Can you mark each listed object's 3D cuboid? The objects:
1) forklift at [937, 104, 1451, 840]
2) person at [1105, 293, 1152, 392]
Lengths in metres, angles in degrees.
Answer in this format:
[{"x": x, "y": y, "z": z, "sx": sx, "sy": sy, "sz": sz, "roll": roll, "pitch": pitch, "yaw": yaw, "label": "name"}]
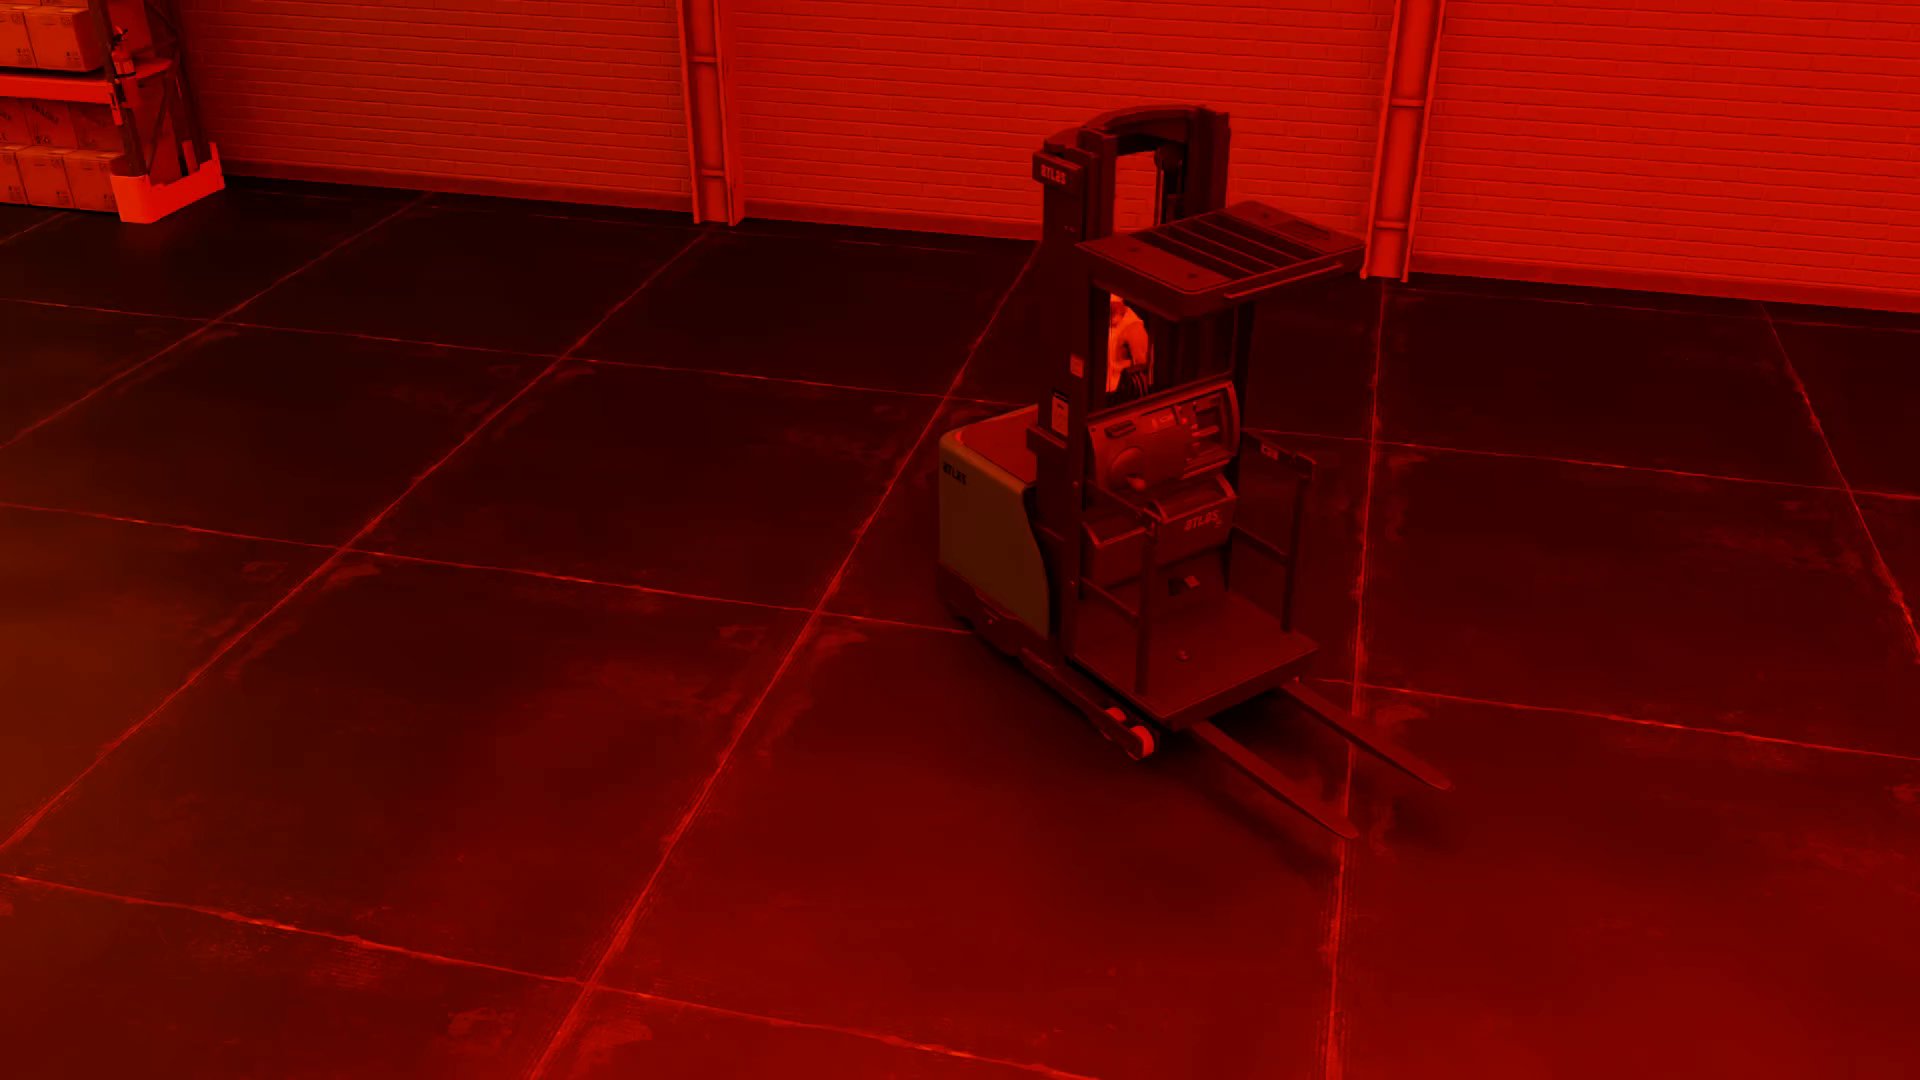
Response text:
[{"x": 1.129, "y": -0.461, "z": 7.984, "sx": 1.130, "sy": 2.935, "sz": 3.031, "roll": -19, "pitch": 35, "yaw": -30, "label": "forklift"}, {"x": 0.869, "y": -0.862, "z": 9.951, "sx": 0.469, "sy": 1.745, "sz": 0.870, "roll": -22, "pitch": 36, "yaw": -34, "label": "person"}]
